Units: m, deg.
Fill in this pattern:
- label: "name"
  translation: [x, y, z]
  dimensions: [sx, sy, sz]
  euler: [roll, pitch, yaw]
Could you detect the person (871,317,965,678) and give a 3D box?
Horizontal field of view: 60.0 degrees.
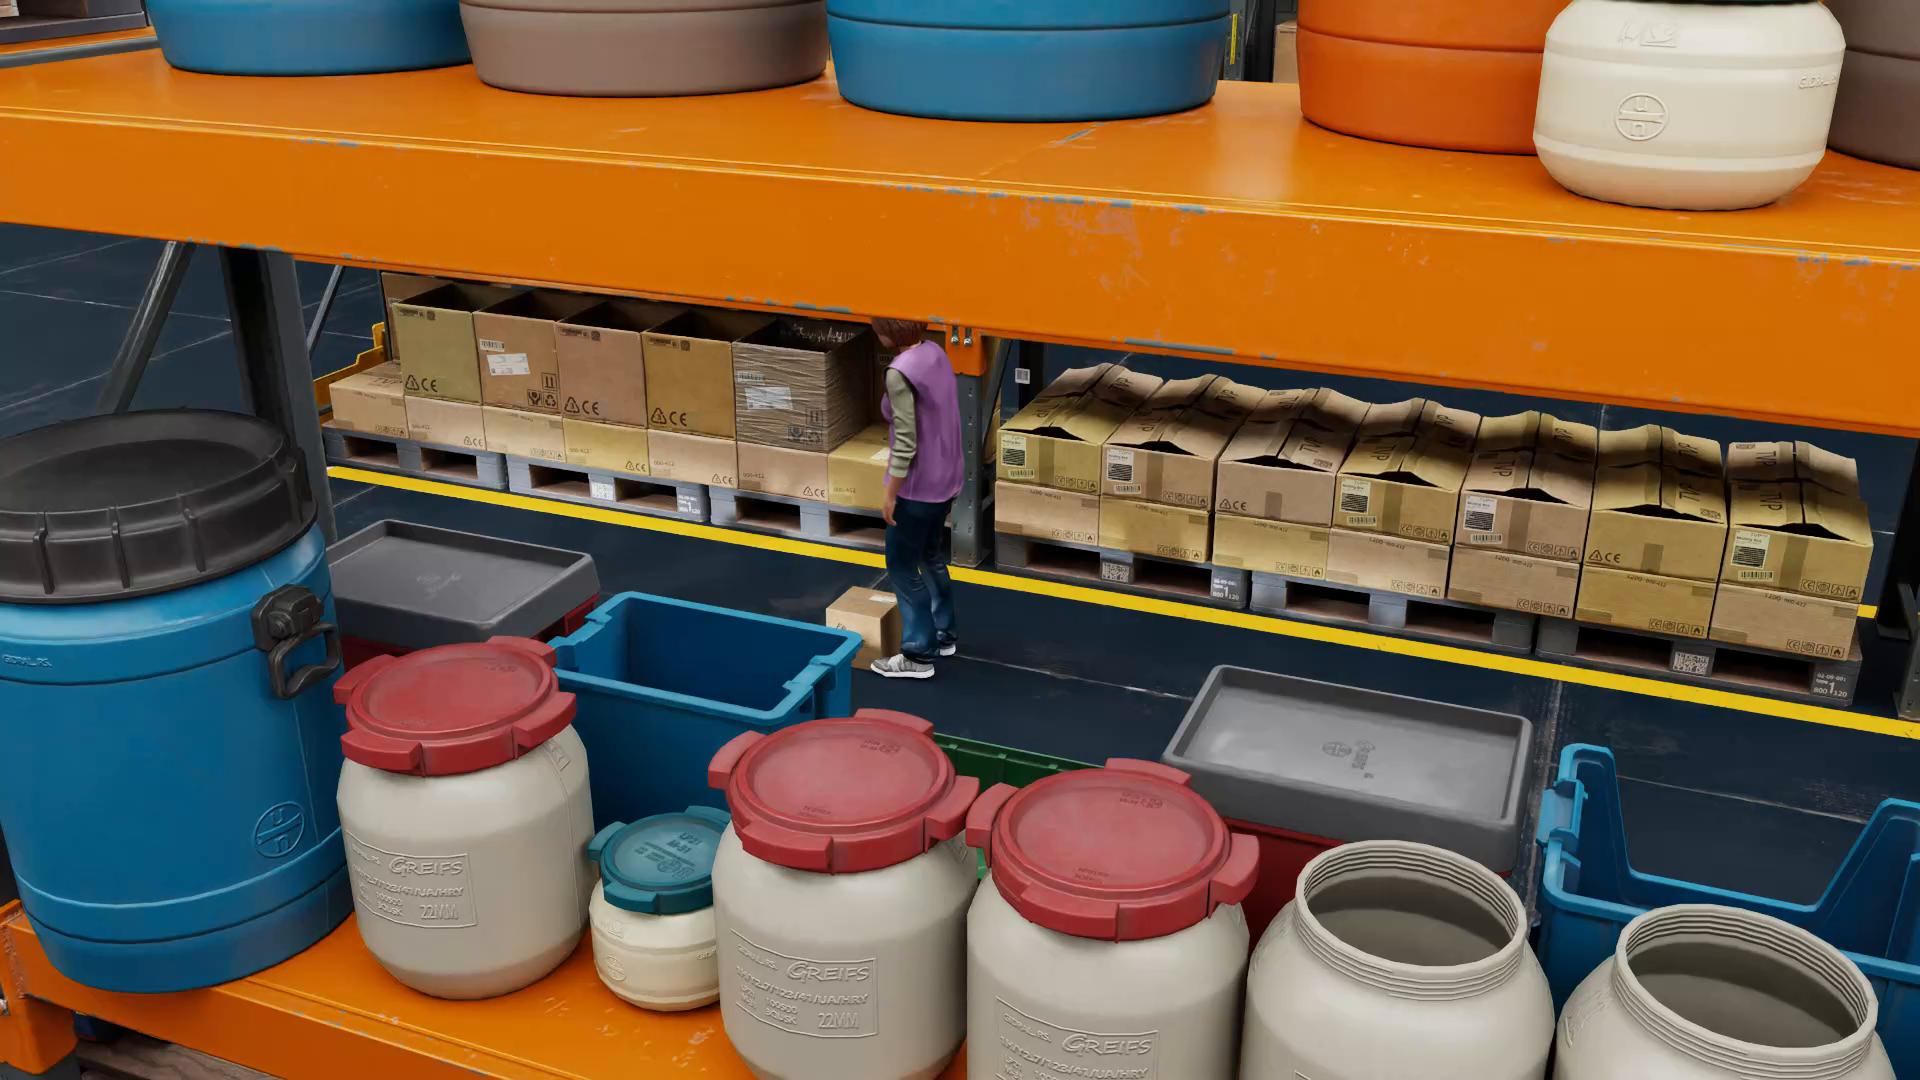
- label: "person"
  translation: [-0.167, -0.186, 6.626]
  dimensions: [0.347, 1.537, 0.459]
  euler: [10, 25, 23]
